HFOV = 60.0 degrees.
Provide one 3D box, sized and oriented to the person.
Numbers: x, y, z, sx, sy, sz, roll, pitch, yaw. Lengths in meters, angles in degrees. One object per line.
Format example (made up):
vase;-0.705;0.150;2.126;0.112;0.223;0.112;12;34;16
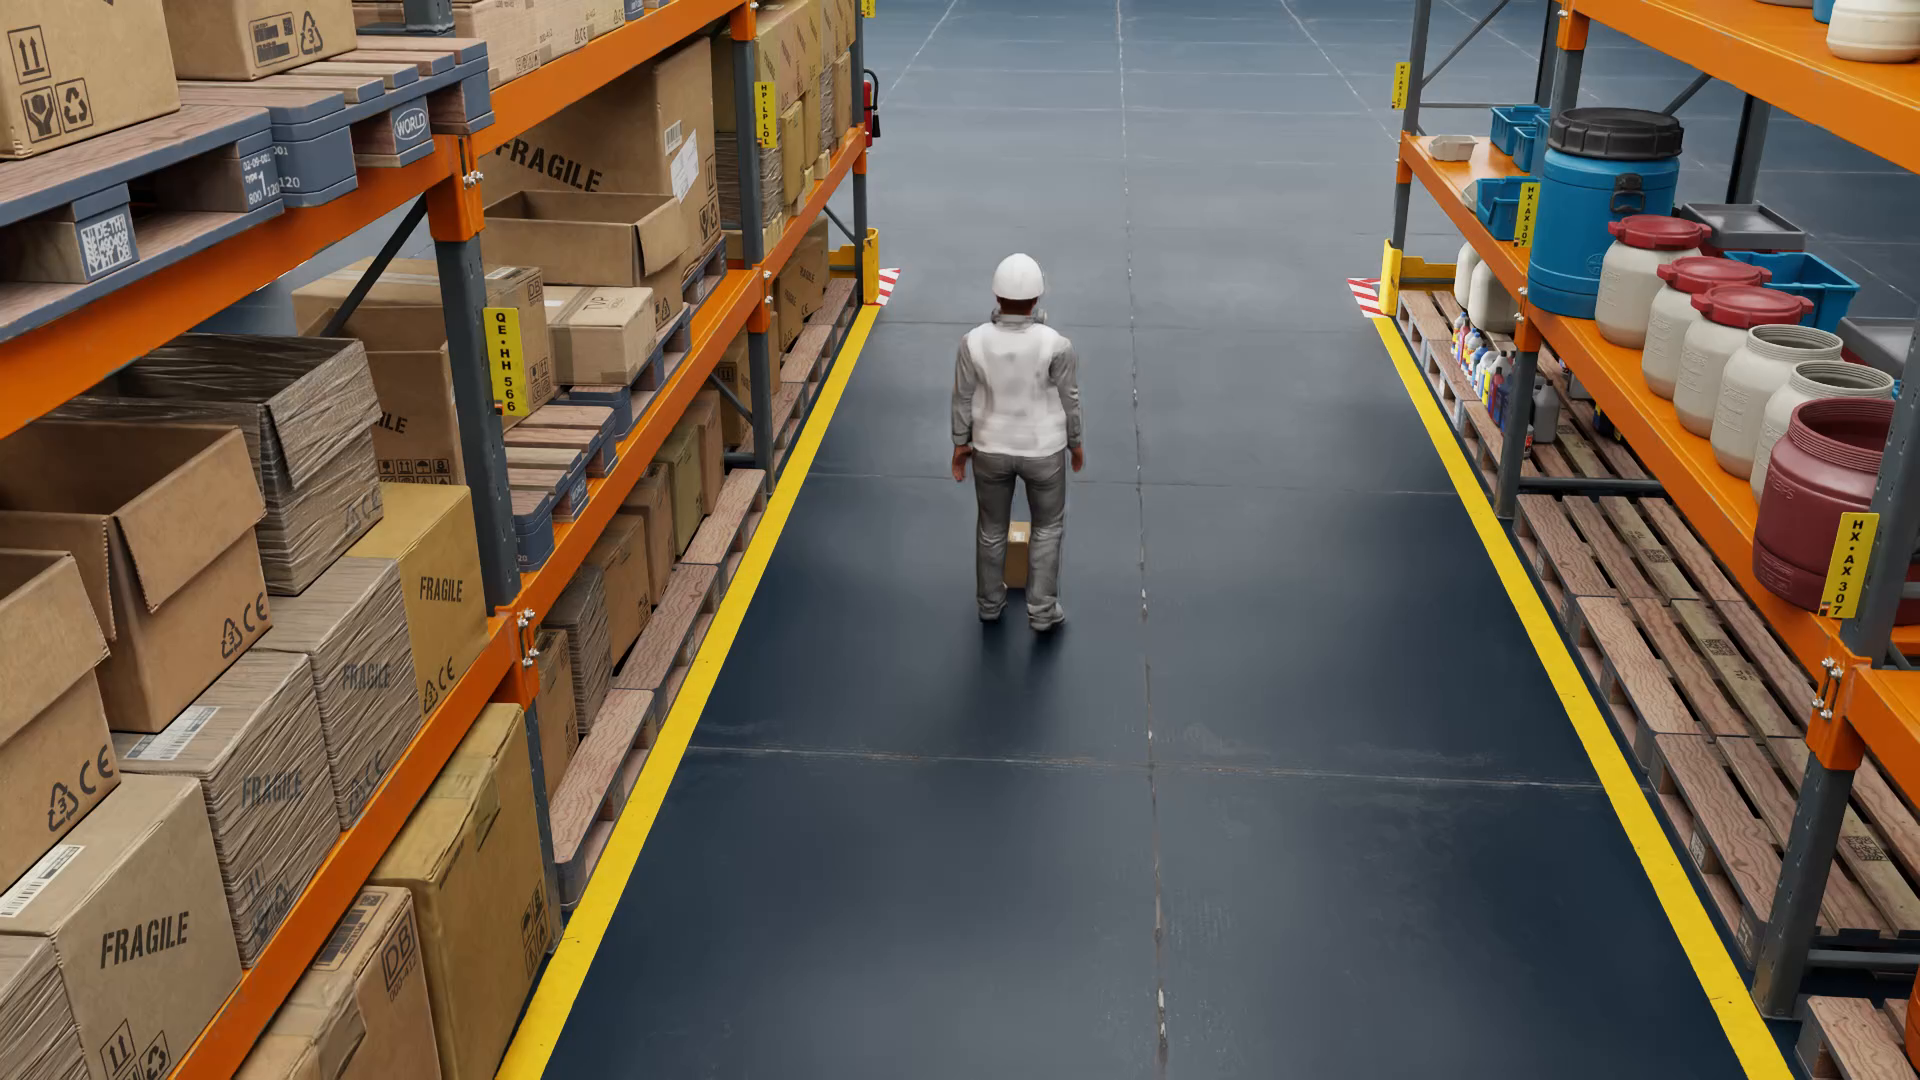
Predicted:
person;0.264;-0.437;7.499;0.579;1.781;0.472;5;25;12
